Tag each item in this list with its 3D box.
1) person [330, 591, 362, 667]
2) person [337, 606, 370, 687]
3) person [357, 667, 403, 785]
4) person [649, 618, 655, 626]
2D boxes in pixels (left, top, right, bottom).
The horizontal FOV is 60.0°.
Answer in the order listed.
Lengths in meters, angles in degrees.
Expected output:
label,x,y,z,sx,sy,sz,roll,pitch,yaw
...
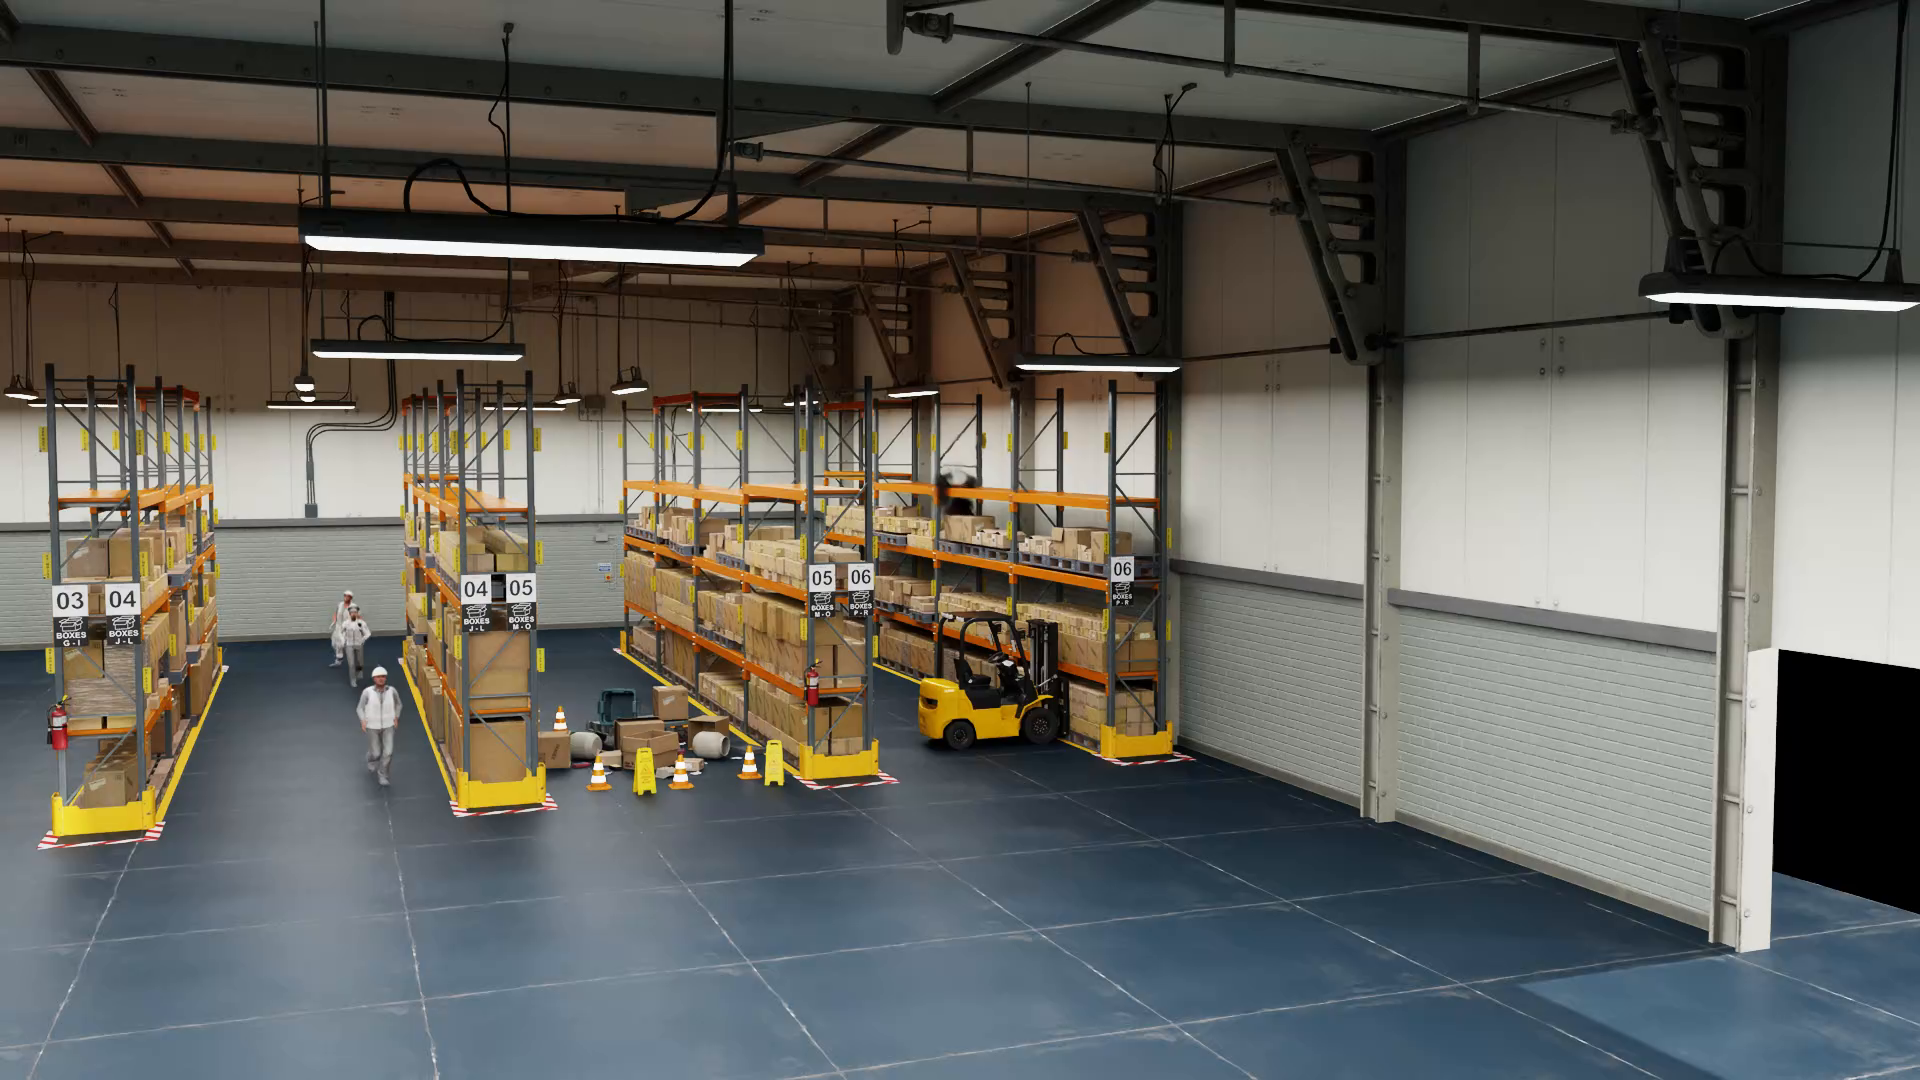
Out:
label,x,y,z,sx,sy,sz,roll,pitch,yaw
person,-13.718,1.980,37.133,0.707,1.704,0.561,0,3,7
person,-12.483,2.178,34.243,0.639,1.652,0.675,-1,4,-22
person,-8.540,2.716,24.478,0.647,1.727,0.637,-2,4,-28
person,-7.540,1.727,41.196,0.907,1.763,0.749,1,4,23
